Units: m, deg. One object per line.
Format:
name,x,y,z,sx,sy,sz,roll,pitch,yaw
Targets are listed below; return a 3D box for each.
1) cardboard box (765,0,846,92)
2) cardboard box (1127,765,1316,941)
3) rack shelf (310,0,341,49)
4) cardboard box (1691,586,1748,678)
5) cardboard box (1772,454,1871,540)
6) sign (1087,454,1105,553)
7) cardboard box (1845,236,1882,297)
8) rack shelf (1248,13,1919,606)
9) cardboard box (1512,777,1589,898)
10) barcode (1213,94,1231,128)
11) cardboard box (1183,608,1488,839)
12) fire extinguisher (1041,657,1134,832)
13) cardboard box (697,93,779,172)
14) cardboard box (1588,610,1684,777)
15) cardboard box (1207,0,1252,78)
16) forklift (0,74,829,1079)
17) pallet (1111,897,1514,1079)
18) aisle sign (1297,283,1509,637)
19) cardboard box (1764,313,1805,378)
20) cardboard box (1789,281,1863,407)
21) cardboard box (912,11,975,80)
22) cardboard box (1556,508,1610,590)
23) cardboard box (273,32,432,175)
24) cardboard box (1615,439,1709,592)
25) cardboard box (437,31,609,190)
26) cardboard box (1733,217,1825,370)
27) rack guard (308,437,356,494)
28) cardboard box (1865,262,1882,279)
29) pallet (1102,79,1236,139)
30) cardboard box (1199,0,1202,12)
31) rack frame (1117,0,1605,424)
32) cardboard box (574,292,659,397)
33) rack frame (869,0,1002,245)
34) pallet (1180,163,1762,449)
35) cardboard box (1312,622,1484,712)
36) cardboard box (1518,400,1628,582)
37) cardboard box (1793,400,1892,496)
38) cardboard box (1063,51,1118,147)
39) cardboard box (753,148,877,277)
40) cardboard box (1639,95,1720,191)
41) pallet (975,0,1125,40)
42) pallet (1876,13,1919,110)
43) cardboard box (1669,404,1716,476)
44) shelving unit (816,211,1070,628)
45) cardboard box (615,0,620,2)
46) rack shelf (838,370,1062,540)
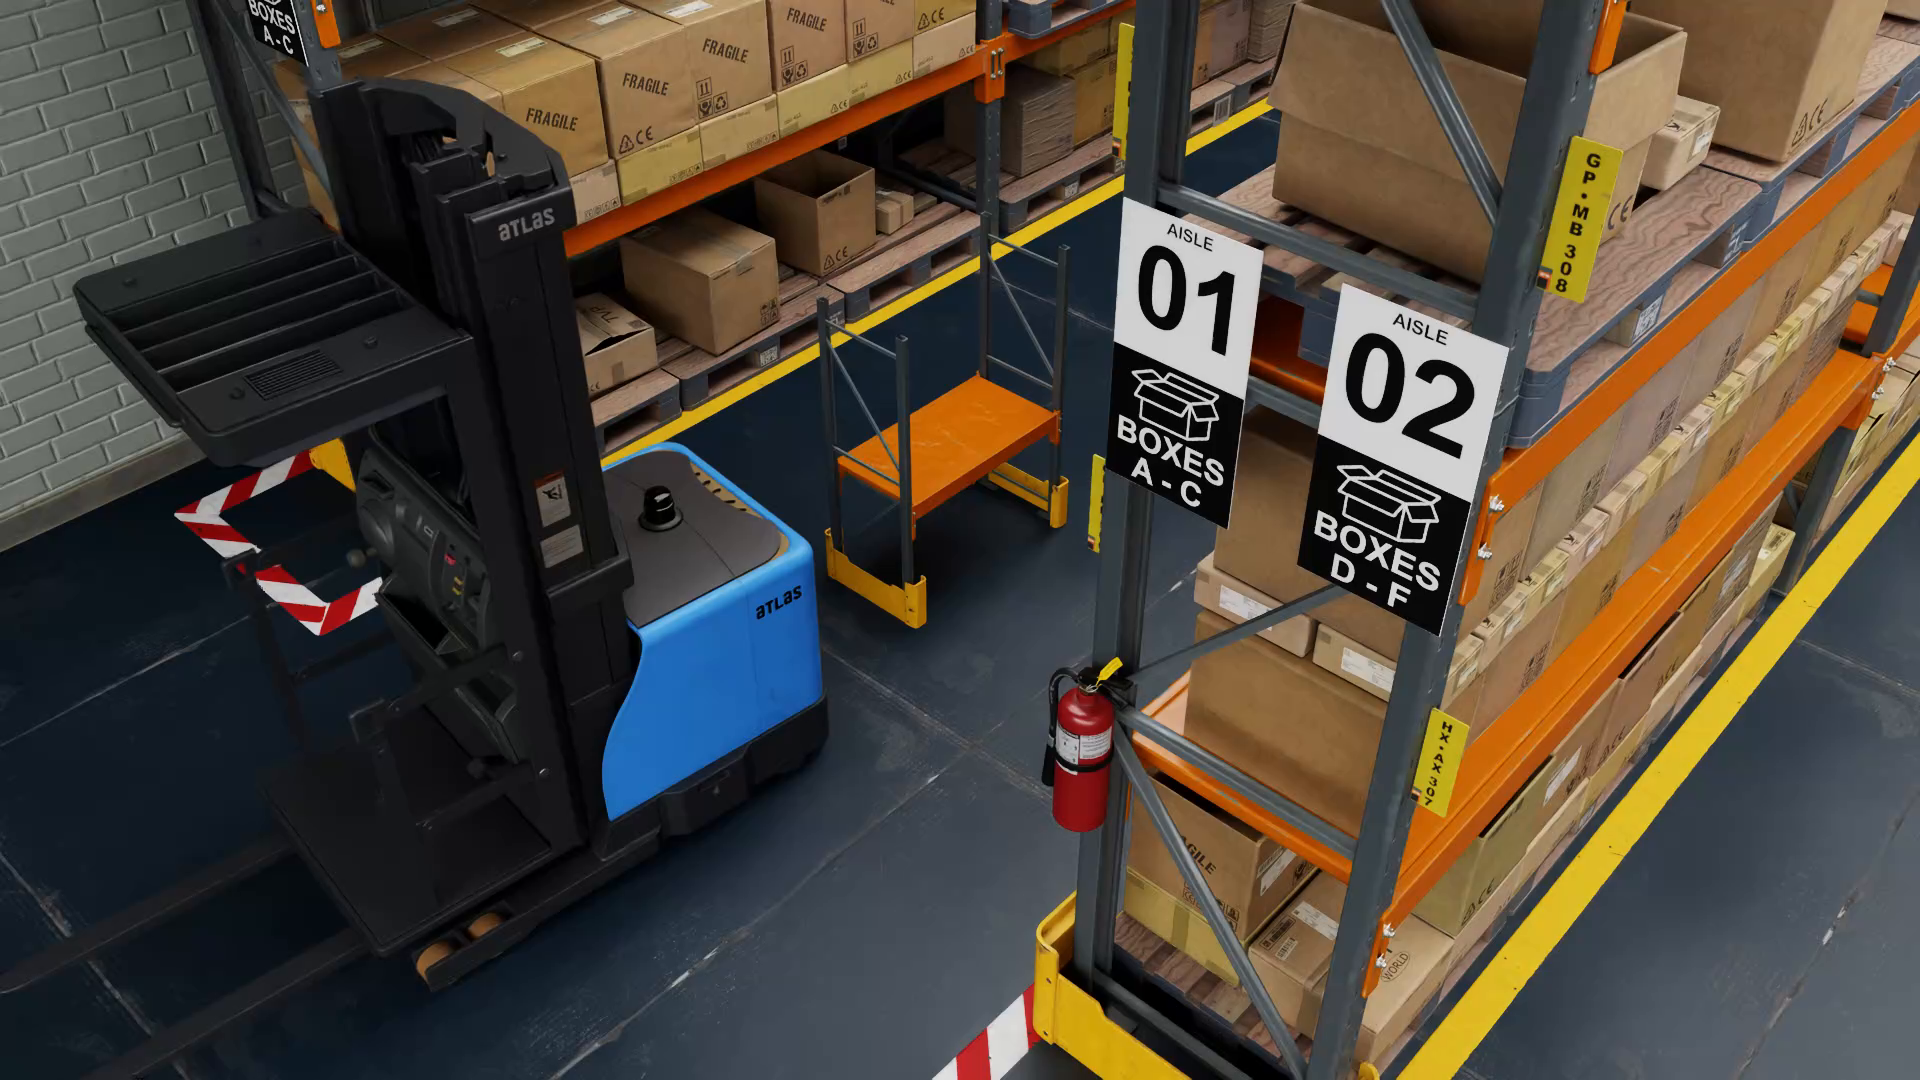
cardboard box,-0.939,-2.659,8.470,0.500,0.500,0.500,28,46,31
cardboard box,0.935,0.941,5.710,0.500,0.500,0.500,30,47,32
rack shelf,-1.517,-3.196,7.810,1.077,0.370,4.000,30,47,32
cardboard box,2.995,0.298,7.120,0.500,0.250,0.500,30,47,32
cardboard box,3.946,-0.313,7.889,0.500,0.250,0.500,28,47,31
sign,0.402,-0.086,4.611,0.100,0.325,0.005,30,47,32
cardboard box,3.298,-1.109,6.417,0.380,0.149,0.250,29,47,31
rack shelf,2.142,-1.118,5.197,1.077,0.370,4.000,30,47,32
cardboard box,1.991,0.992,6.248,0.500,0.250,0.500,30,47,32
barcode,0.640,-1.049,4.066,0.001,0.075,0.075,30,47,32
cardboard box,1.117,0.446,4.983,0.700,0.500,0.500,30,47,32
fire extinguisher,0.370,0.583,4.952,0.296,0.674,0.183,30,47,32
cardboard box,-1.272,-2.132,8.409,0.500,0.250,0.500,30,47,32
cardboard box,2.333,0.471,6.300,0.500,0.500,0.500,30,47,32
cardboard box,1.650,-3.713,11.948,0.700,0.500,0.500,30,47,32
forklift,-1.983,0.095,5.560,3.031,2.935,1.130,-29,47,-31
pallet,1.278,1.416,6.083,1.003,0.211,1.213,30,47,32
aisle sign,0.975,-0.165,3.742,0.394,0.787,0.004,30,47,32
cardboard box,2.778,-0.755,5.972,0.380,0.149,0.250,29,47,32
cardboard box,3.197,-0.976,6.771,0.700,0.500,0.500,28,46,31
cardboard box,-0.264,-2.826,9.282,0.500,0.250,0.500,30,47,32
cardboard box,1.734,-0.041,5.073,0.380,0.149,0.250,29,47,31
cardboard box,-2.705,-1.933,7.556,0.500,0.500,0.500,29,47,31
cardboard box,2.160,-0.267,5.879,0.700,0.500,0.500,31,48,33
cardboard box,-1.982,-1.943,7.569,0.500,0.500,0.500,30,47,32
cardboard box,2.518,-1.022,5.786,0.700,0.500,0.500,30,47,32
rack guard,-2.815,-0.441,8.187,1.175,0.500,0.348,30,47,32
cardboard box,3.791,-1.330,7.416,0.500,0.250,0.500,-31,48,-33
pallet,1.179,-3.052,11.702,1.003,0.211,1.213,30,47,32
cardboard box,1.309,-3.721,11.355,0.500,0.250,0.500,29,47,32
rack frame,0.793,-1.654,2.884,1.000,3.000,0.127,30,47,32
cardboard box,-1.948,-1.046,8.746,0.500,0.311,0.500,-30,47,-32
rack frame,-0.168,-3.222,9.676,1.000,3.000,0.127,30,47,32
pallet,1.289,-0.760,4.240,1.003,0.211,1.213,30,47,32
cardboard box,1.216,0.311,4.631,0.380,0.149,0.250,29,47,32
cardboard box,1.504,-0.330,4.916,0.700,0.500,0.500,28,46,31
cardboard box,3.954,-0.537,7.720,0.500,0.311,0.500,30,47,32
cardboard box,0.628,-3.020,11.076,0.700,0.500,0.500,29,47,31
cardboard box,-0.838,-1.922,9.696,0.500,0.500,0.500,26,45,29
cardboard box,1.717,-1.068,4.308,0.380,0.149,0.250,30,47,32
pallet,0.455,-3.437,10.100,1.003,0.211,1.213,30,47,32
pallet,2.935,-1.881,5.650,1.003,0.211,1.213,30,47,32
cardboard box,2.254,-0.395,5.519,0.380,0.149,0.250,30,47,32
shelving unit,-0.051,-0.552,7.523,0.587,1.500,1.083,30,47,32
cardboard box,-1.673,-2.631,8.434,0.500,0.500,0.500,30,47,32
rack shelf,-0.058,-0.407,7.629,0.538,0.185,1.000,30,47,32
